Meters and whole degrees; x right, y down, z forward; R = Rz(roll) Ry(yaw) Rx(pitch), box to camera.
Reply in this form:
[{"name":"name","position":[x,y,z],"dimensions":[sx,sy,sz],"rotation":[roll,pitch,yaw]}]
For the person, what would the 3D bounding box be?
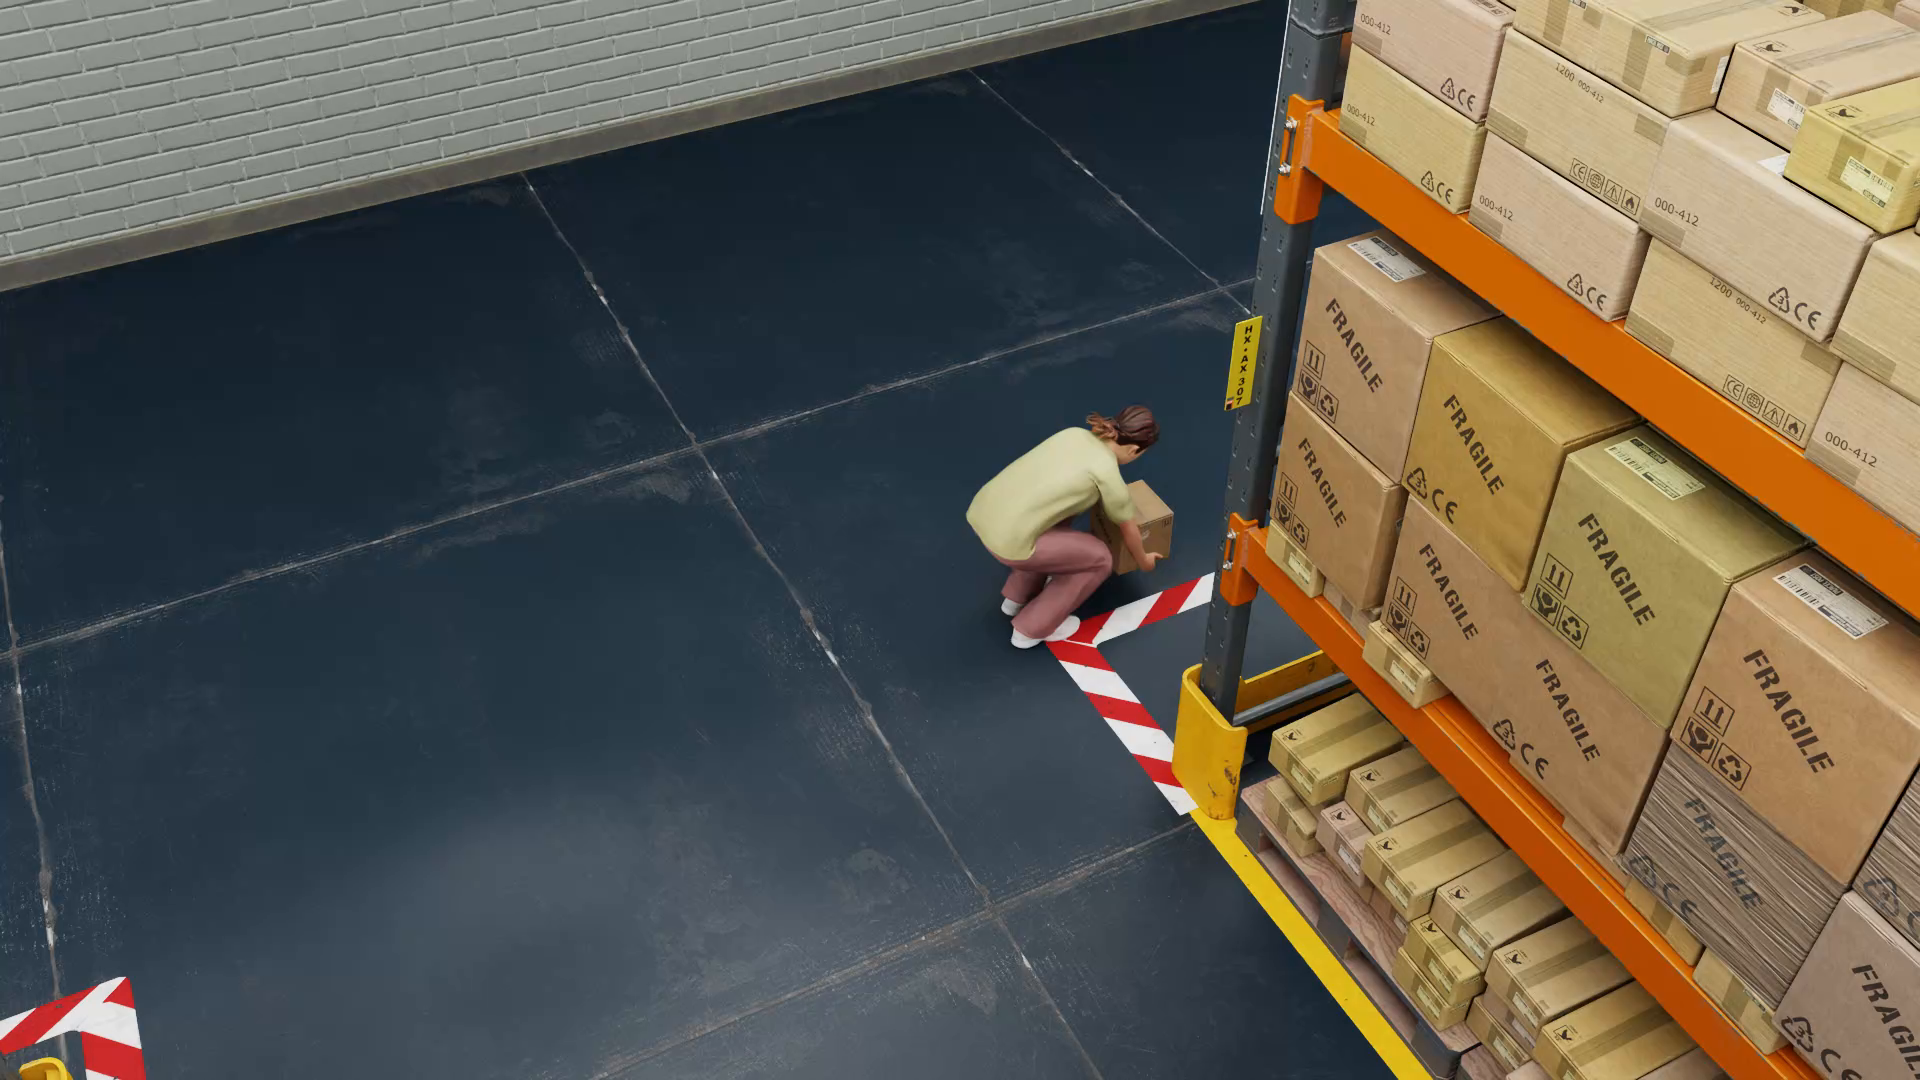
[{"name":"person","position":[0.434,-0.059,6.788],"dimensions":[0.846,0.935,0.459],"rotation":[-20,45,-21]}]
